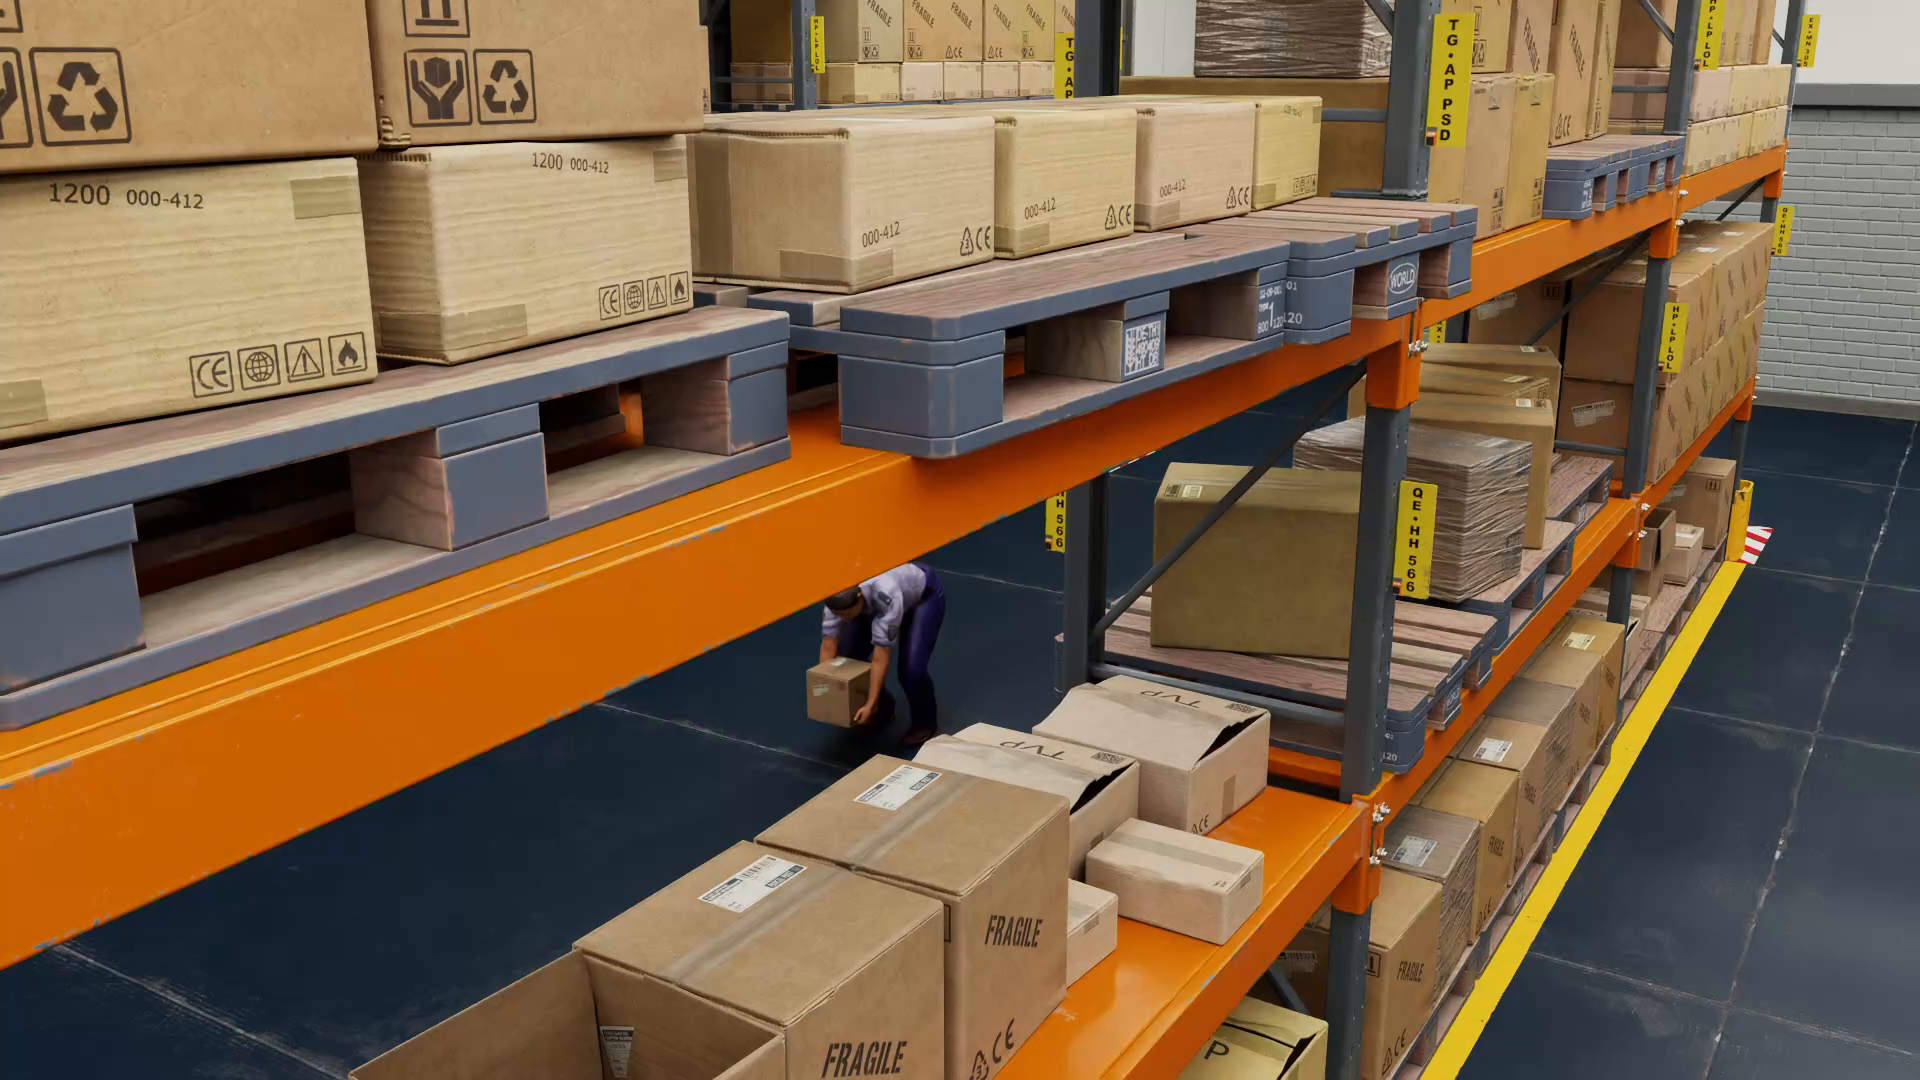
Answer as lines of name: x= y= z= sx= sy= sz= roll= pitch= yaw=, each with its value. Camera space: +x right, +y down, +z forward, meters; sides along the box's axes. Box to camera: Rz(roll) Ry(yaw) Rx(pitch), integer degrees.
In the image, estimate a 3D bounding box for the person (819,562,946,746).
person: x=-0.406 y=0.553 z=8.335 sx=0.515 sy=0.998 sz=0.893 roll=9 pitch=18 yaw=28
